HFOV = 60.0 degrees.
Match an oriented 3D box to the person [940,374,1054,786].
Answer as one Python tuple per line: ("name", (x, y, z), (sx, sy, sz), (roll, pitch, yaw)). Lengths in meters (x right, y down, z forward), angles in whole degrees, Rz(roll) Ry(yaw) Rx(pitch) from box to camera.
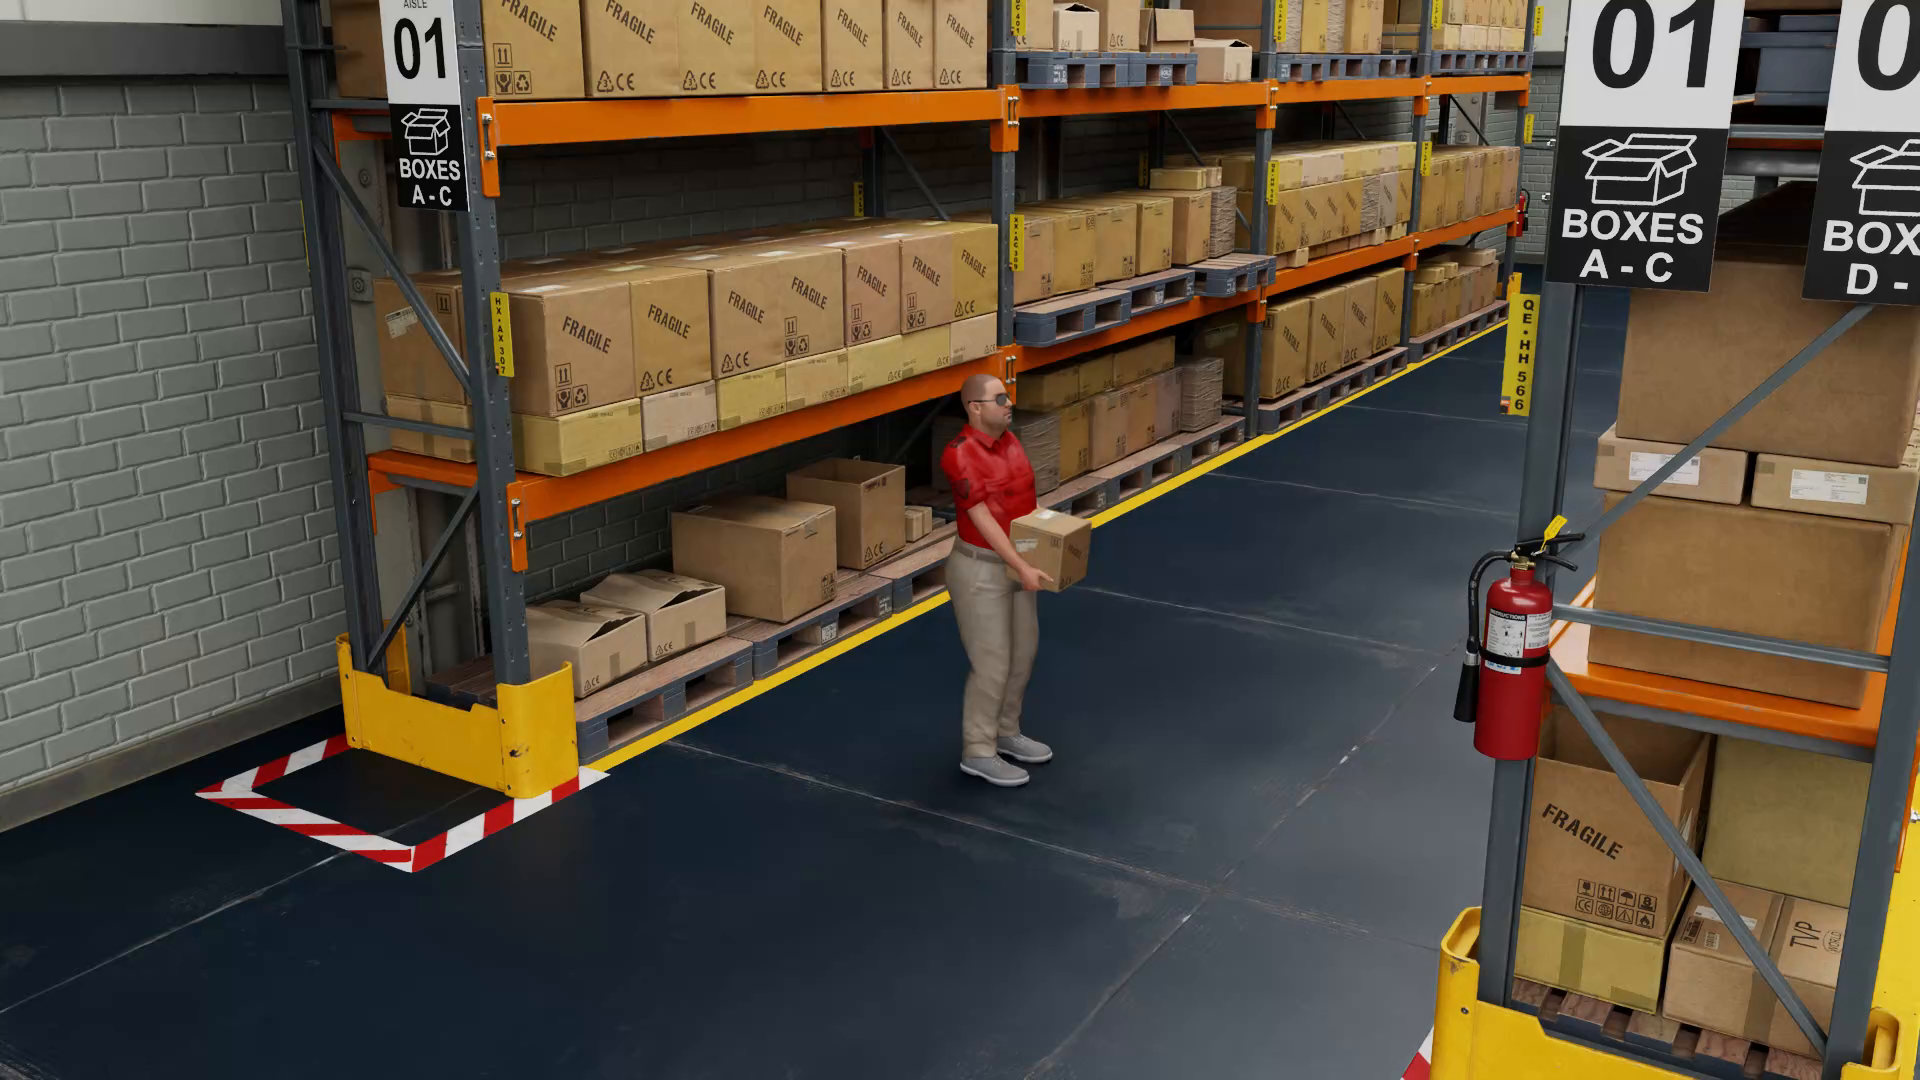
("person", (0.229, 0.162, 7.017), (0.536, 1.713, 0.494), (10, 19, 30))
